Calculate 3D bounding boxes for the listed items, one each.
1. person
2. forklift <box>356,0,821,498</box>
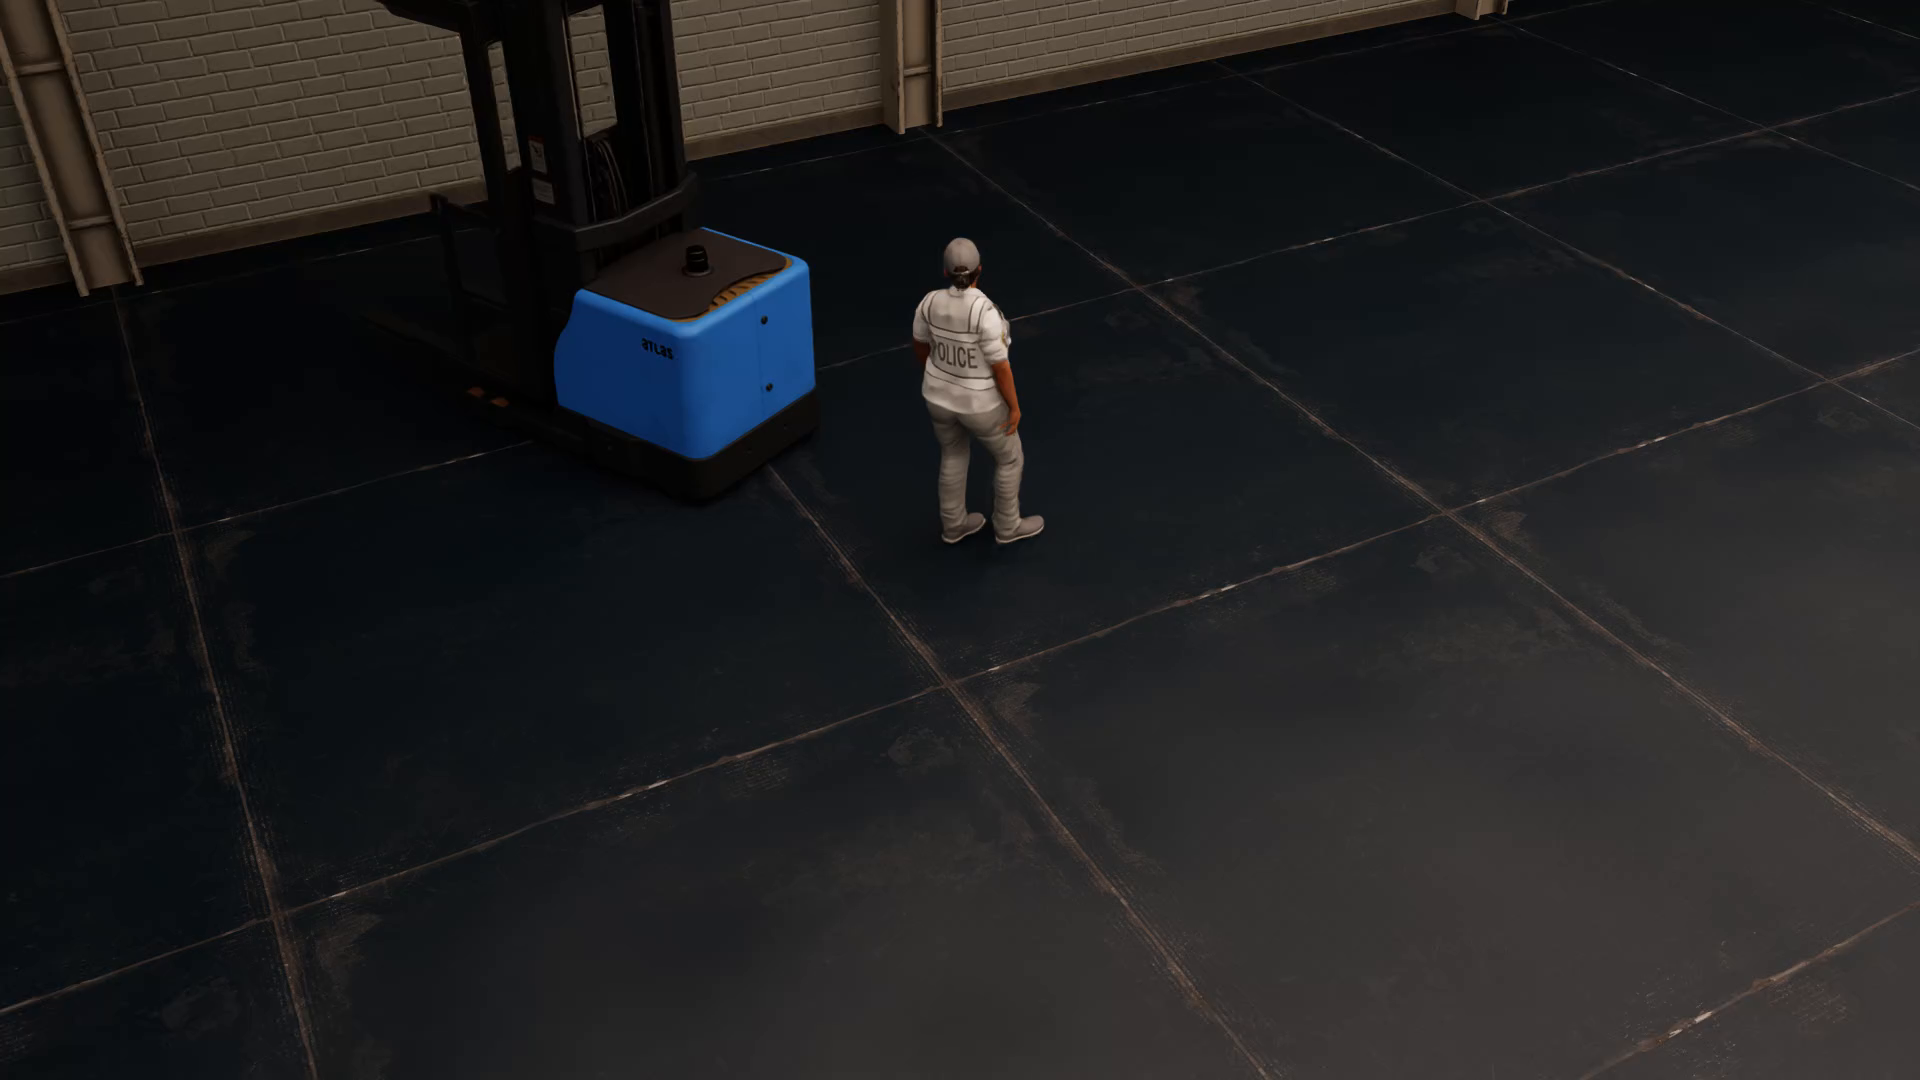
[{"bbox_3d":[0.068,-0.727,8.262,0.649,1.654,0.469,18,39,24],"label":"person"},{"bbox_3d":[-2.297,-2.082,9.068,3.031,2.935,1.130,22,41,28],"label":"forklift"}]
